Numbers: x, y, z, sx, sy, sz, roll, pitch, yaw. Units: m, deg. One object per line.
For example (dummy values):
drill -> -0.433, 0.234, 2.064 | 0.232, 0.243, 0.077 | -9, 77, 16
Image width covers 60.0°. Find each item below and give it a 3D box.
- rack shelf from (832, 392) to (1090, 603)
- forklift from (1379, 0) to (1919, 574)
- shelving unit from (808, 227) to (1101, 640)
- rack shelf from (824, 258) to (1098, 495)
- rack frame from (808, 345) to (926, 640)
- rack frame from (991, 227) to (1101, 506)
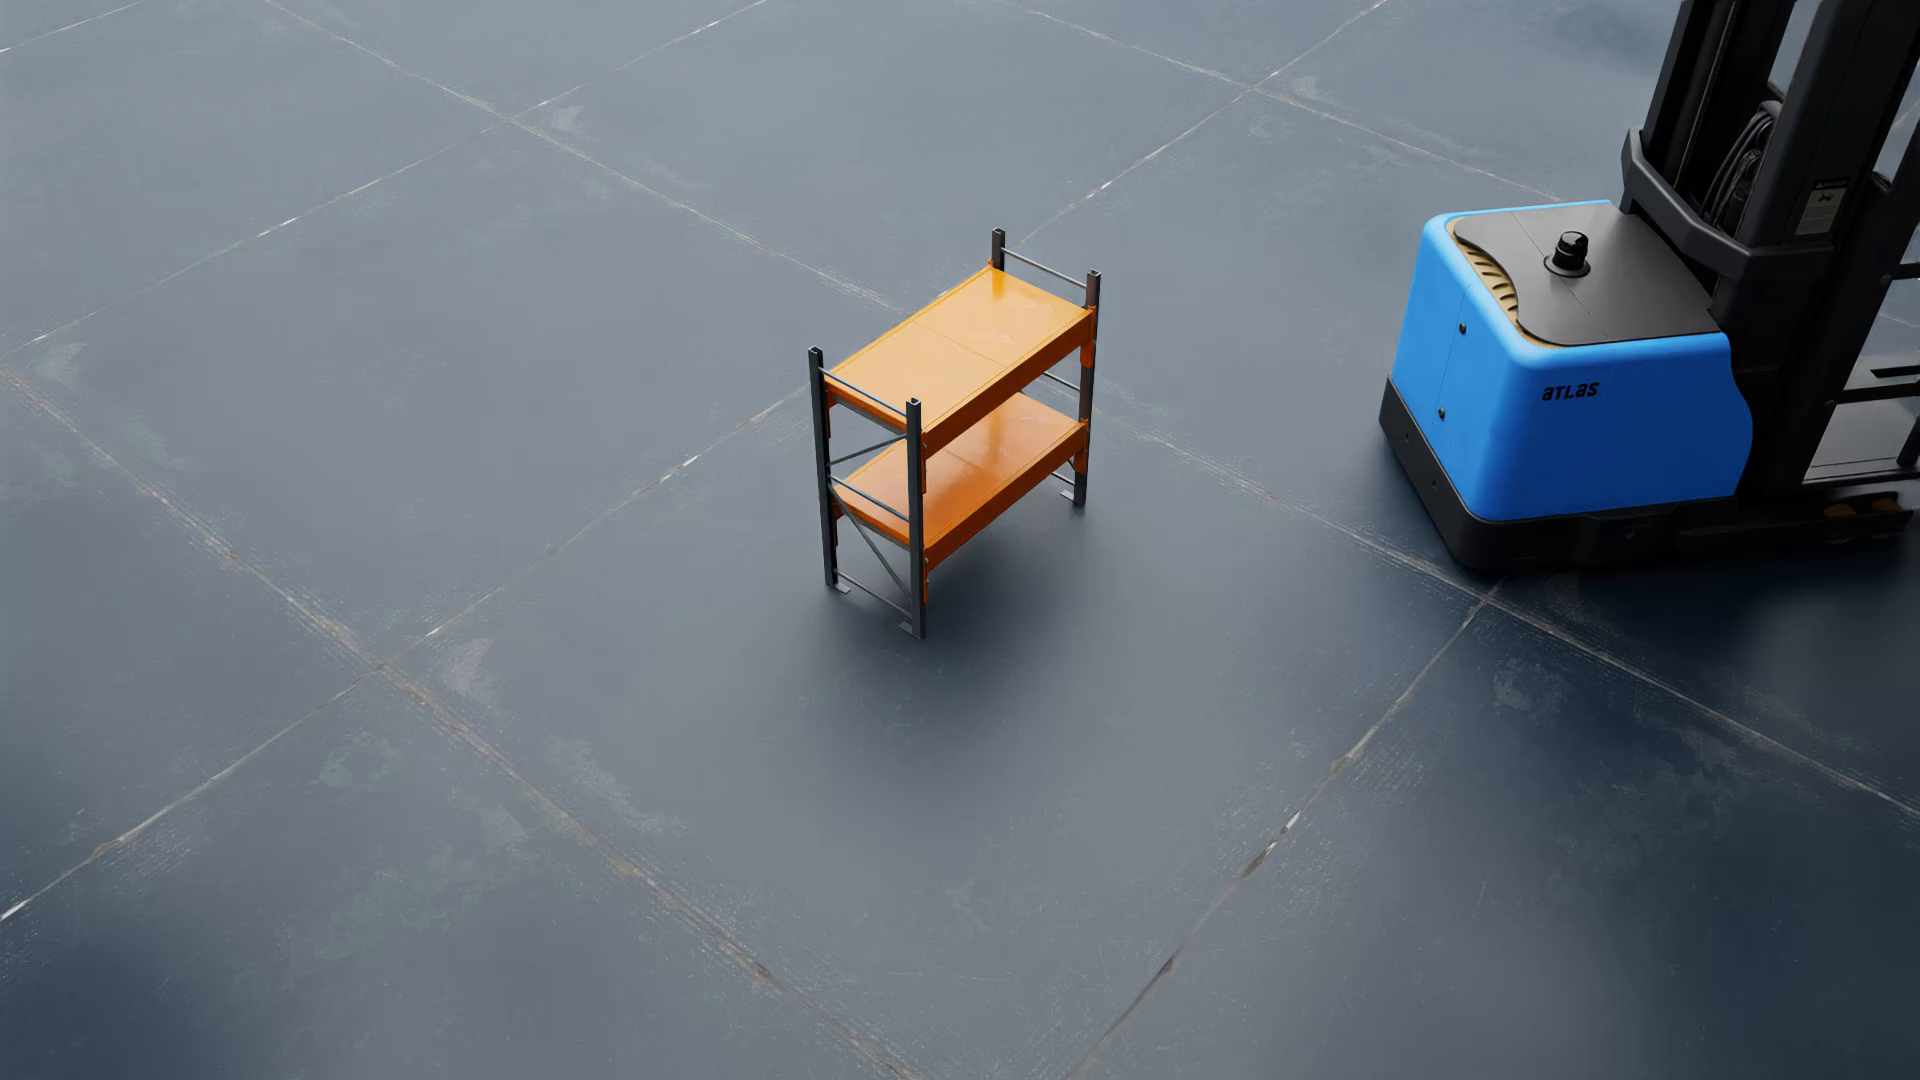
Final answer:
rack shelf -> -0.004, -0.232, 6.532 | 0.538, 0.278, 1.000 | 29, 50, 28
forklift -> 3.378, -1.416, 6.128 | 3.031, 2.935, 1.130 | -6, 43, -7
shelving unit -> -0.004, -0.413, 6.368 | 0.538, 1.125, 1.048 | 29, 50, 28
rack shelf -> -0.004, -0.629, 6.171 | 0.538, 0.278, 1.000 | 29, 50, 28
rack frame -> -0.332, -0.151, 6.080 | 0.500, 1.125, 0.032 | 29, 50, 28
rack frame -> 0.323, -0.674, 6.656 | 0.500, 1.125, 0.032 | 29, 50, 28
